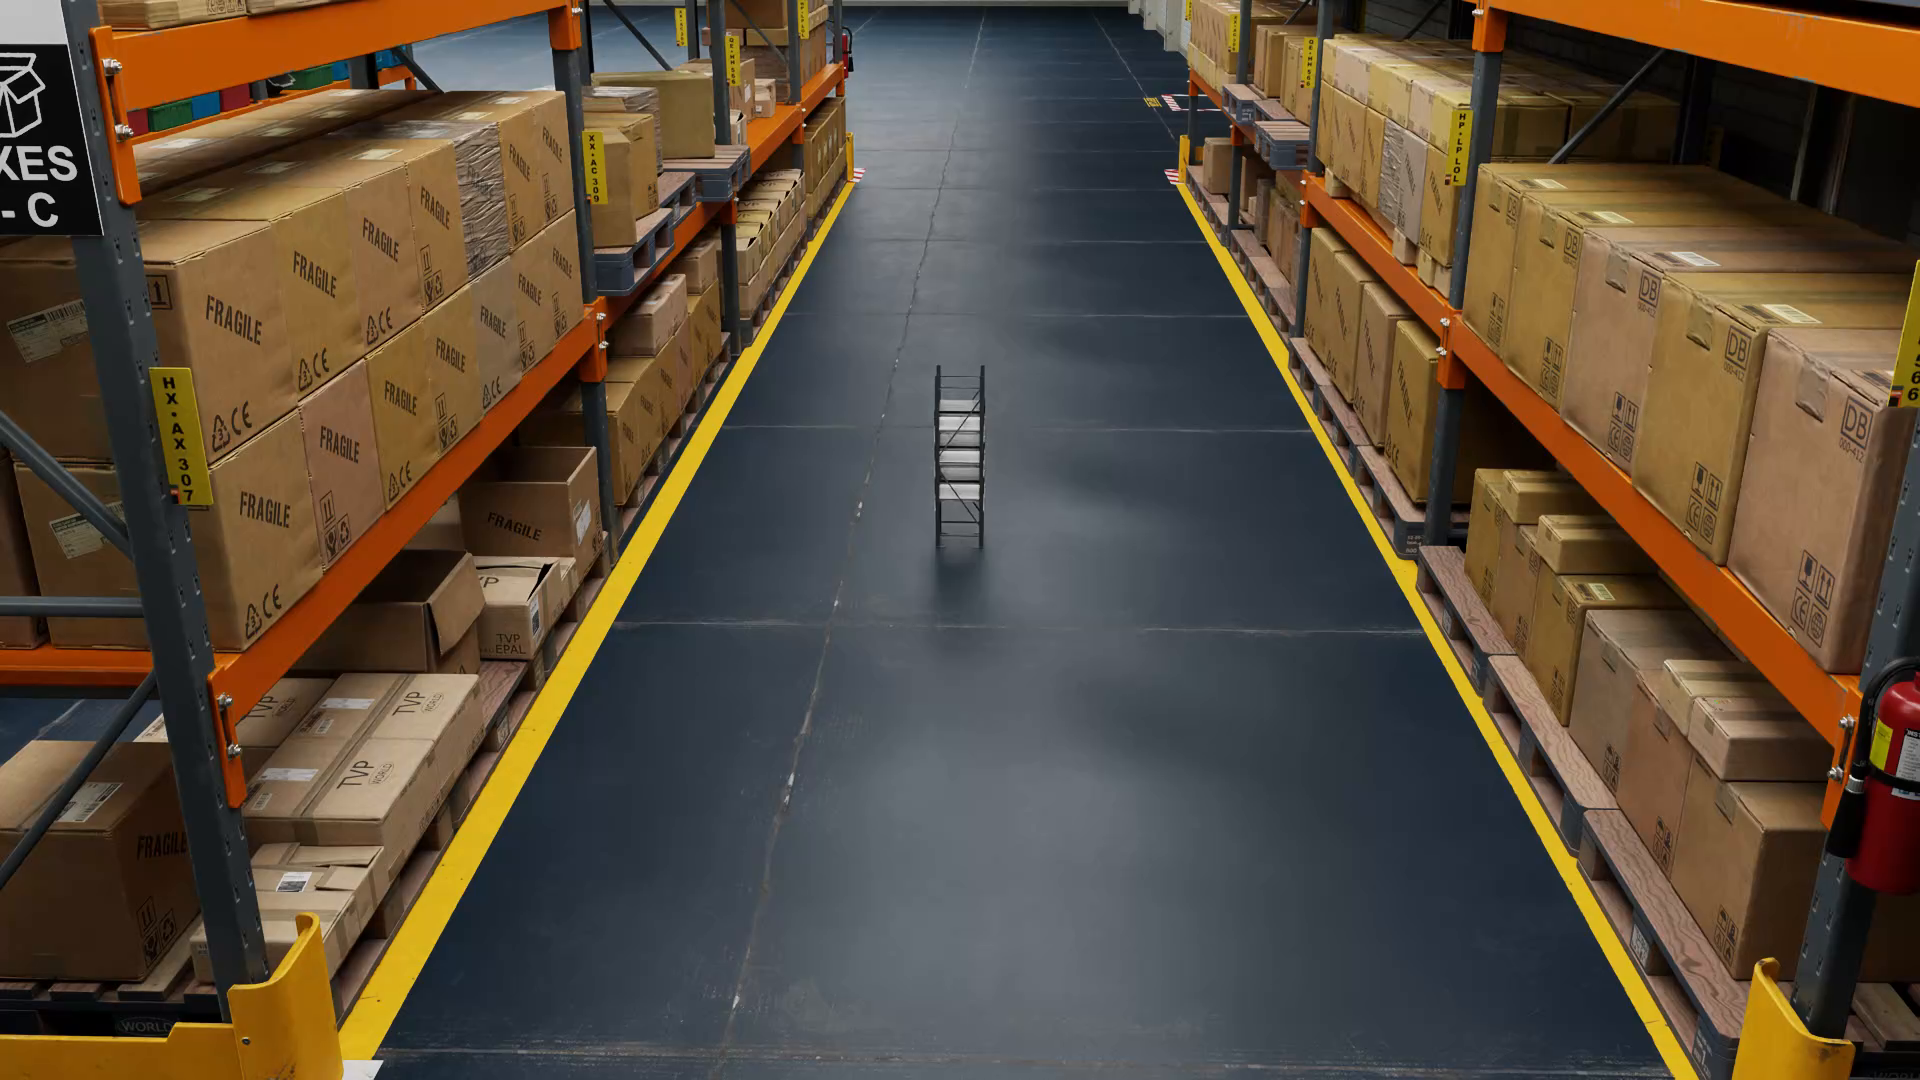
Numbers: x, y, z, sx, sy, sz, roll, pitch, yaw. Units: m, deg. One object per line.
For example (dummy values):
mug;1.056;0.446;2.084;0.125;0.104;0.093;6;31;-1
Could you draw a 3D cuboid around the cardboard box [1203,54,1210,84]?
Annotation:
cardboard box;2.746;-4.780;16.880;0.500;0.250;0.500;1;21;2

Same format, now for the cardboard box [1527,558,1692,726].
cardboard box;2.592;0.377;6.286;0.700;0.500;0.500;1;21;3

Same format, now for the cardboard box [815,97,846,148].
cardboard box;-1.551;-4.688;18.647;0.500;0.500;0.500;1;21;2

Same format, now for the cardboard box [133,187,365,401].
cardboard box;-2.034;-0.696;4.654;0.500;0.500;0.500;1;21;2

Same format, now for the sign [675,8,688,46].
sign;-2.509;-4.621;14.985;0.100;0.325;0.005;1;21;2

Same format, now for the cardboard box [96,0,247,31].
cardboard box;-2.049;-1.348;3.916;0.500;0.250;0.500;1;21;2

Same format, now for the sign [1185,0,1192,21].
sign;2.577;-5.978;18.591;0.100;0.325;0.005;1;21;2

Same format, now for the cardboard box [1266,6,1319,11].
cardboard box;3.260;-4.946;16.271;0.500;0.500;0.500;1;21;3

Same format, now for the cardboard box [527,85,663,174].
cardboard box;-2.201;-2.414;9.884;0.700;0.500;0.500;5;22;12

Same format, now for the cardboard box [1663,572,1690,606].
cardboard box;2.795;0.127;6.032;0.380;0.149;0.250;0;21;1

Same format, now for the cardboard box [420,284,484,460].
cardboard box;-1.997;-0.589;5.762;0.500;0.500;0.500;1;21;2

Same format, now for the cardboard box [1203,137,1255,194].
cardboard box;2.918;-3.888;17.249;0.700;0.500;0.500;-1;21;-2

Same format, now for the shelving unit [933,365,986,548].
shelving unit;0.000;-0.417;8.359;0.258;0.900;0.210;1;21;2

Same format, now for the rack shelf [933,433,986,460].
rack shelf;0.000;-0.469;8.338;0.258;0.077;0.200;1;21;2

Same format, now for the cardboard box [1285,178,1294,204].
cardboard box;2.969;-2.897;13.660;0.500;0.250;0.500;0;21;0

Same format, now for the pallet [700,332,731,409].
pallet;-2.136;-1.159;11.224;1.003;0.211;1.213;1;21;2

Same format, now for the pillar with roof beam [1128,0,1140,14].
pillar with roof beam;0.572;-18.997;45.048;9.100;9.000;0.400;1;21;2

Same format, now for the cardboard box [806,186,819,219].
cardboard box;-1.637;-3.253;15.987;0.500;0.250;0.500;1;21;2

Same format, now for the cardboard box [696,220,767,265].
cardboard box;-1.759;-2.280;12.704;0.500;0.311;0.500;0;21;0

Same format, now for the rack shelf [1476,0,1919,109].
rack shelf;2.693;-1.569;5.274;1.077;0.370;4.000;1;21;2

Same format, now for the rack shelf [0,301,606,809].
rack shelf;-2.258;-0.224;5.954;1.077;0.370;4.000;1;21;2

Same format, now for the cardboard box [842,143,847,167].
cardboard box;-1.554;-4.338;18.783;0.500;0.250;0.500;1;21;2

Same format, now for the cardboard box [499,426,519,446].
cardboard box;-2.469;-0.504;8.528;0.500;0.500;0.500;1;21;1

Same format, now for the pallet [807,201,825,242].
pallet;-1.888;-3.162;16.386;1.003;0.211;1.213;1;21;2

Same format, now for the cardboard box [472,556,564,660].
cardboard box;-1.954;0.246;6.856;0.500;0.311;0.500;1;21;2

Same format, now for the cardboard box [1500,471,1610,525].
cardboard box;2.436;-0.171;6.801;0.380;0.149;0.250;1;21;3

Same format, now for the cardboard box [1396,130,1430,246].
cardboard box;2.522;-1.778;8.388;0.500;0.500;0.500;1;21;2

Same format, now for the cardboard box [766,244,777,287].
cardboard box;-1.742;-2.198;13.269;0.500;0.250;0.500;0;21;0

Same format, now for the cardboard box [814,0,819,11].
cardboard box;-1.872;-5.895;17.642;0.700;0.500;0.500;0;21;0

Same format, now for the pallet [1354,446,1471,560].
pallet;2.702;-0.209;8.776;1.003;0.211;1.213;1;21;2

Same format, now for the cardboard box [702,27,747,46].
cardboard box;-2.160;-4.625;15.266;0.380;0.149;0.250;1;21;2

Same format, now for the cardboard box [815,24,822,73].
cardboard box;-1.871;-5.309;17.927;0.700;0.500;0.500;1;21;3

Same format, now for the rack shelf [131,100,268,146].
rack shelf;-6.966;-3.172;13.552;1.077;0.370;4.000;1;21;2

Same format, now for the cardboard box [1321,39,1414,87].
cardboard box;2.603;-3.048;10.624;0.500;0.250;0.500;1;21;3

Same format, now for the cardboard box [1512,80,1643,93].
cardboard box;3.038;-2.126;8.248;0.500;0.250;0.500;1;21;2

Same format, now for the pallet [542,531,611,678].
pallet;-2.219;0.266;7.552;1.003;0.211;1.213;1;21;2

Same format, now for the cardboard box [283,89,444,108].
cardboard box;-2.493;-1.628;7.057;0.500;0.500;0.500;1;21;3

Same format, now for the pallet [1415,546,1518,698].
pallet;2.653;0.345;7.348;1.003;0.211;1.213;1;21;2

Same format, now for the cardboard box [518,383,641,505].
cardboard box;-1.939;-0.494;8.504;0.500;0.500;0.500;0;21;-1

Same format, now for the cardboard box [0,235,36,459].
cardboard box;-2.581;-0.513;4.183;0.500;0.500;0.500;0;21;1

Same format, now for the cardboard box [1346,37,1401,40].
cardboard box;2.856;-3.355;11.385;0.380;0.149;0.250;-2;21;-5

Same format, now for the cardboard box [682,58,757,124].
cardboard box;-2.010;-3.754;13.918;0.500;0.500;0.500;2;21;6

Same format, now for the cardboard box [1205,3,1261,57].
cardboard box;2.753;-5.136;16.761;0.500;0.500;0.500;1;21;3

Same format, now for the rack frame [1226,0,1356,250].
rack frame;2.997;-4.122;15.005;1.000;3.000;0.127;1;21;2

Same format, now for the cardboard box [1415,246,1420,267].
cardboard box;2.518;-1.431;8.391;0.380;0.149;0.250;1;21;3

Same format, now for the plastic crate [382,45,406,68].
plastic crate;-6.500;-5.423;18.565;0.499;0.251;0.616;1;21;2

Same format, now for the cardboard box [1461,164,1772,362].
cardboard box;2.721;-1.173;6.991;0.980;0.700;0.700;1;21;2

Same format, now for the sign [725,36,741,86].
sign;-1.533;-3.229;11.213;0.100;0.325;0.005;1;21;2

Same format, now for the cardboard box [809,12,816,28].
cardboard box;-1.692;-5.362;17.166;0.380;0.149;0.250;1;21;3

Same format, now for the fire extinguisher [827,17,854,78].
fire extinguisher;-1.365;-5.623;18.980;0.296;0.674;0.183;1;21;2

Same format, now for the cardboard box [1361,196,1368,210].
cardboard box;2.641;-2.079;10.059;0.380;0.149;0.250;1;21;3

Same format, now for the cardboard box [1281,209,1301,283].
cardboard box;2.964;-2.341;13.263;0.700;0.500;0.500;1;21;1
